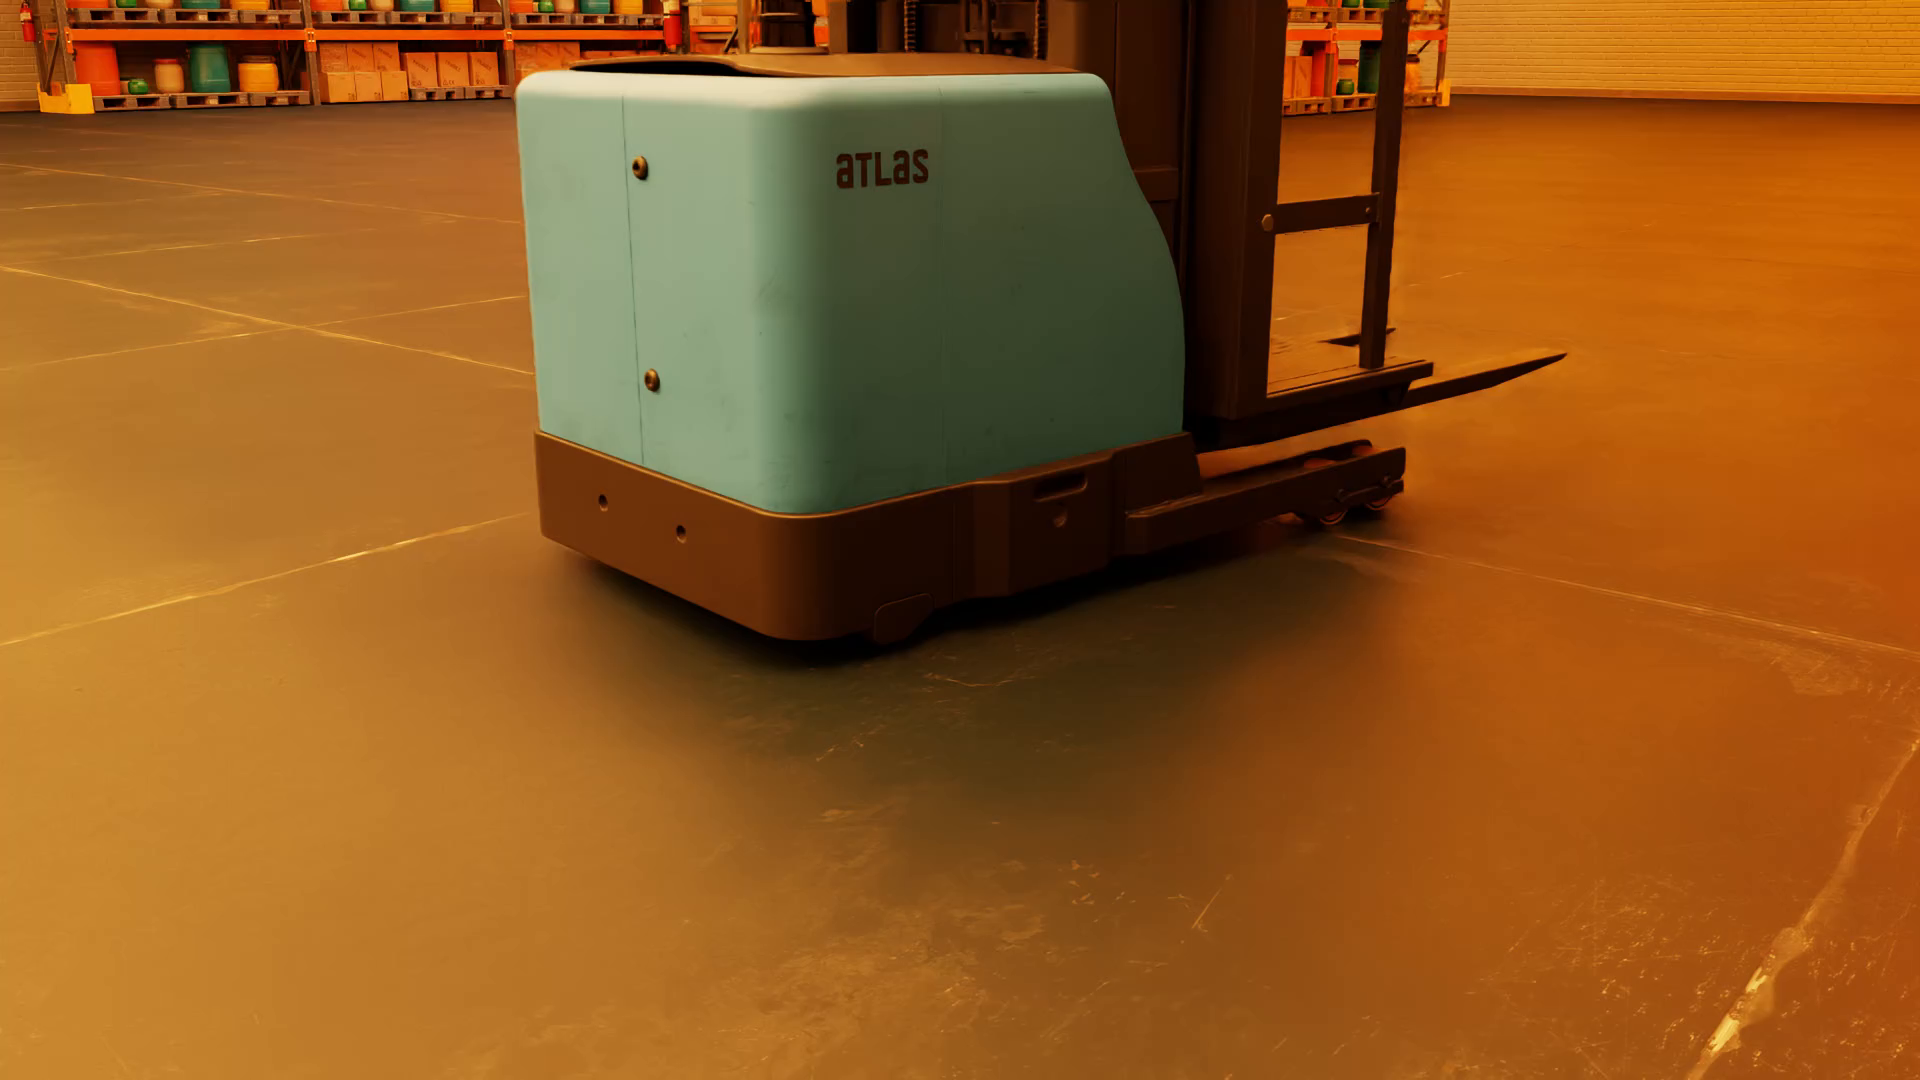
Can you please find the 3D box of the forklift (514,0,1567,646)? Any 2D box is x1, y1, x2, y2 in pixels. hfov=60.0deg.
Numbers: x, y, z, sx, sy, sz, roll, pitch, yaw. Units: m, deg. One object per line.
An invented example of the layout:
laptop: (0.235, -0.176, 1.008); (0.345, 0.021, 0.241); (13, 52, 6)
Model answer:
forklift: (0.488, -1.539, 3.964); (3.031, 2.935, 1.130); (-14, 22, -39)
